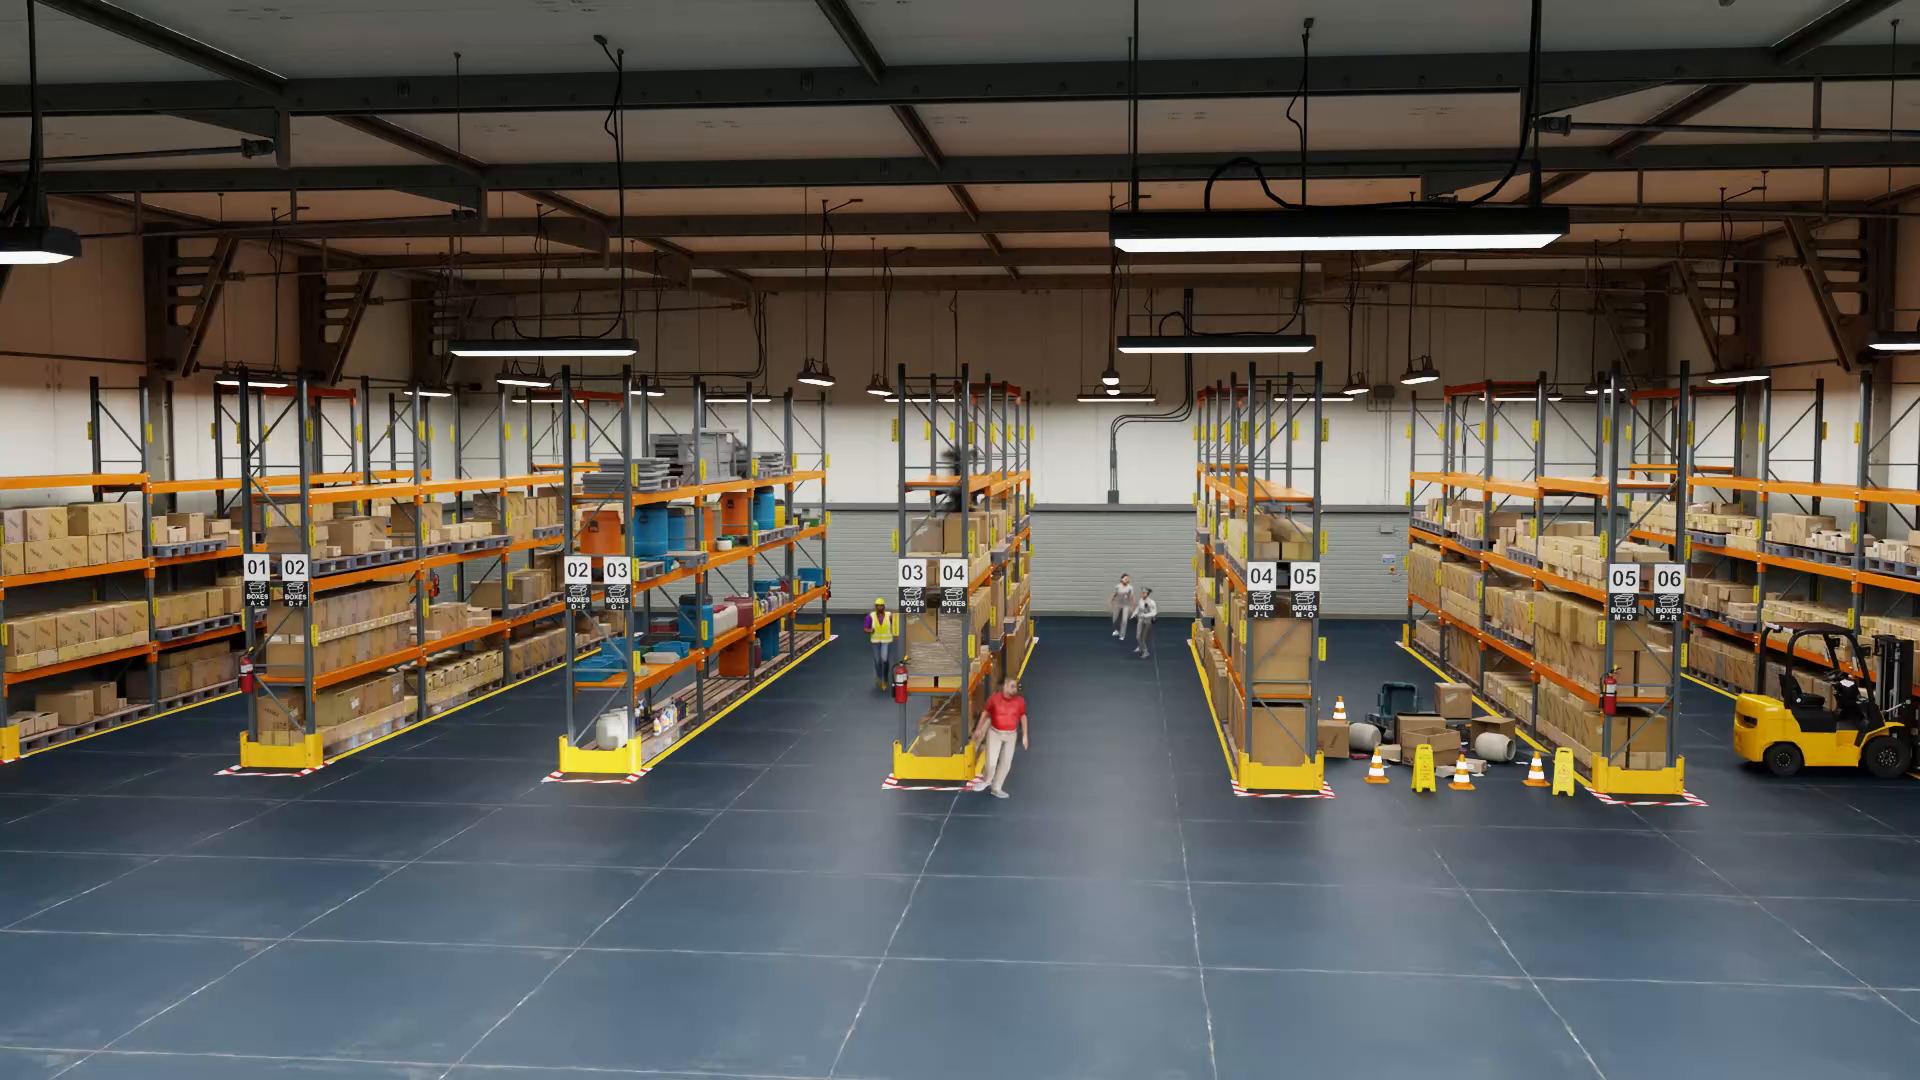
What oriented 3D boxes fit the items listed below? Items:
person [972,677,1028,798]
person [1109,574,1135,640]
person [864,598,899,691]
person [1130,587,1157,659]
[{"bbox_3d":[0.554,2.701,22.842,0.707,1.697,0.561,-1,4,-15],"label":"person"},{"bbox_3d":[3.948,1.607,40.349,0.656,1.613,0.701,1,4,15],"label":"person"},{"bbox_3d":[-1.544,2.039,32.512,0.664,1.812,0.830,0,4,6],"label":"person"},{"bbox_3d":[4.138,1.838,37.143,0.723,1.628,0.640,3,4,35],"label":"person"}]
